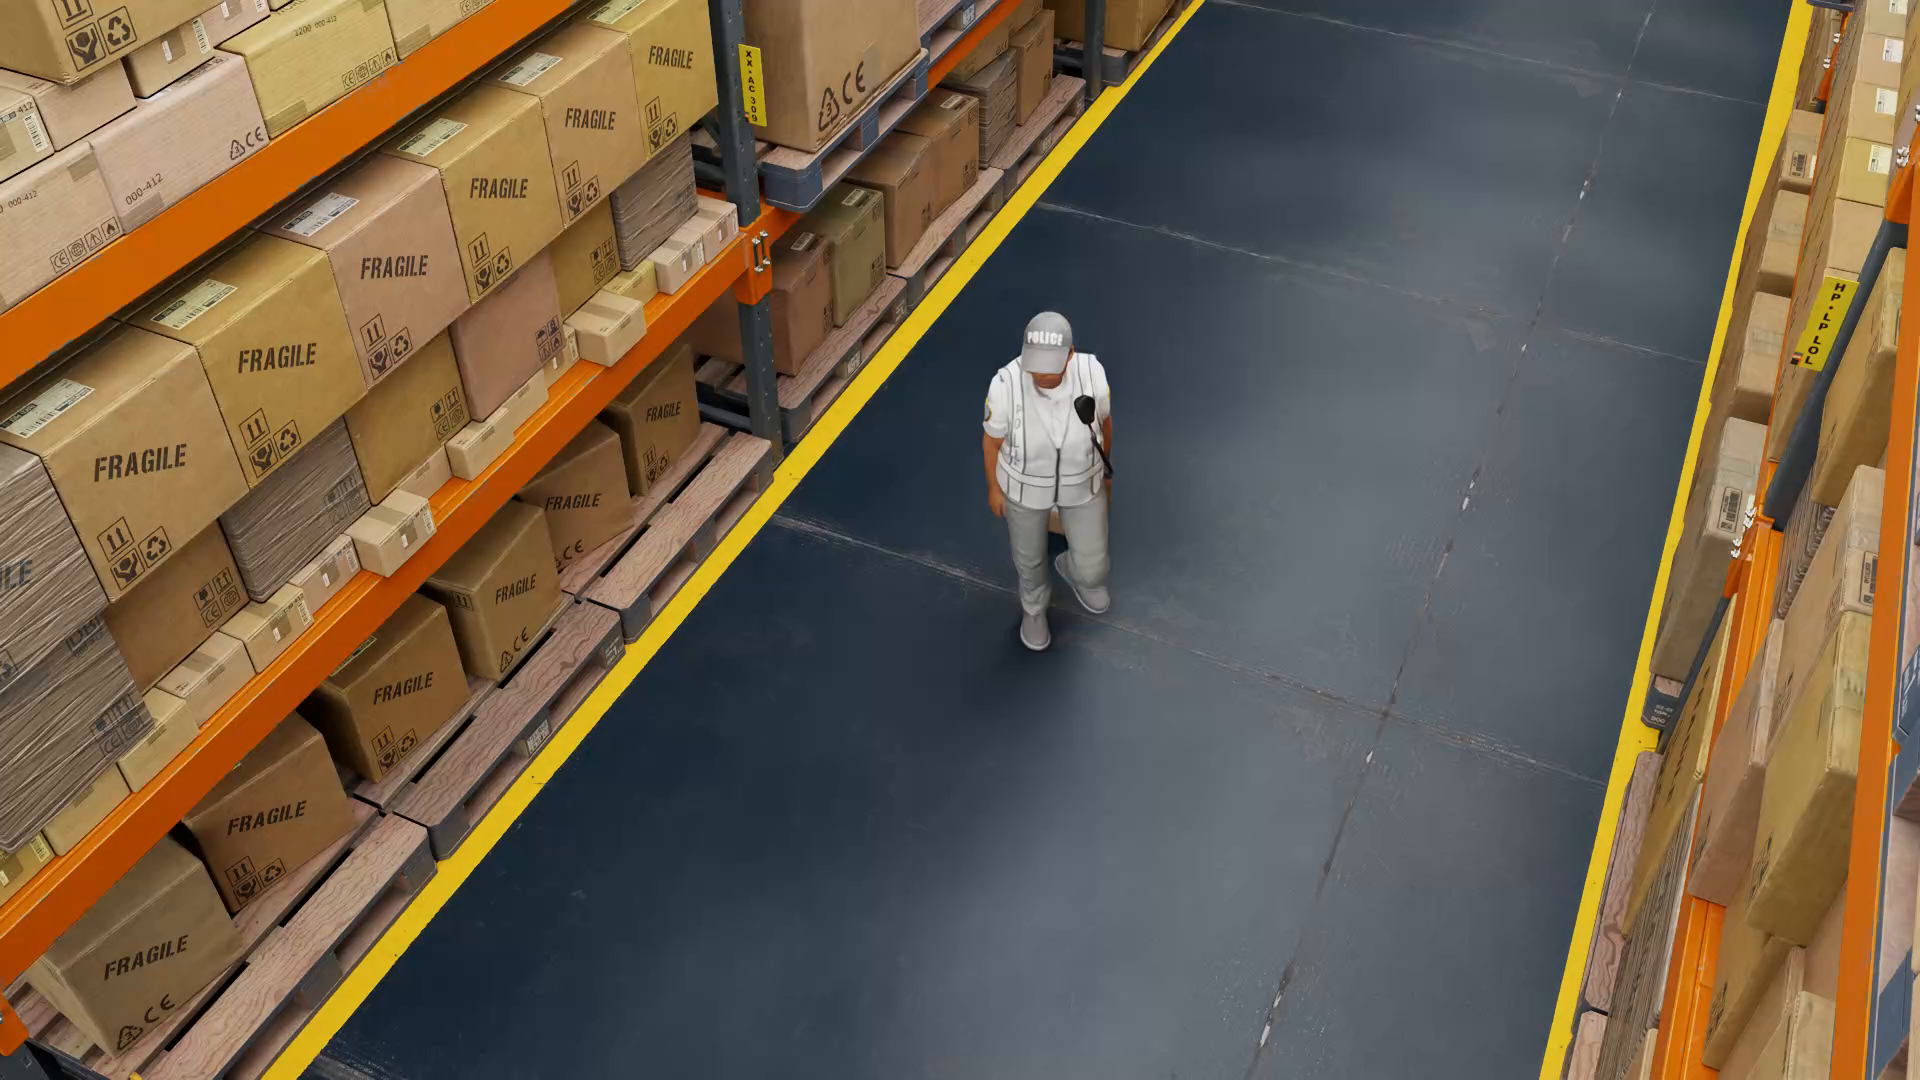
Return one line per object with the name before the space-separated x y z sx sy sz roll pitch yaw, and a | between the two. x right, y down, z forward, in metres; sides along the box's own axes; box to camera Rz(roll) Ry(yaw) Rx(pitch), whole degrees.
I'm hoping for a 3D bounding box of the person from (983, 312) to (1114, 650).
person | 0.357 -0.220 6.389 0.546 1.653 0.522 -2 42 -2
